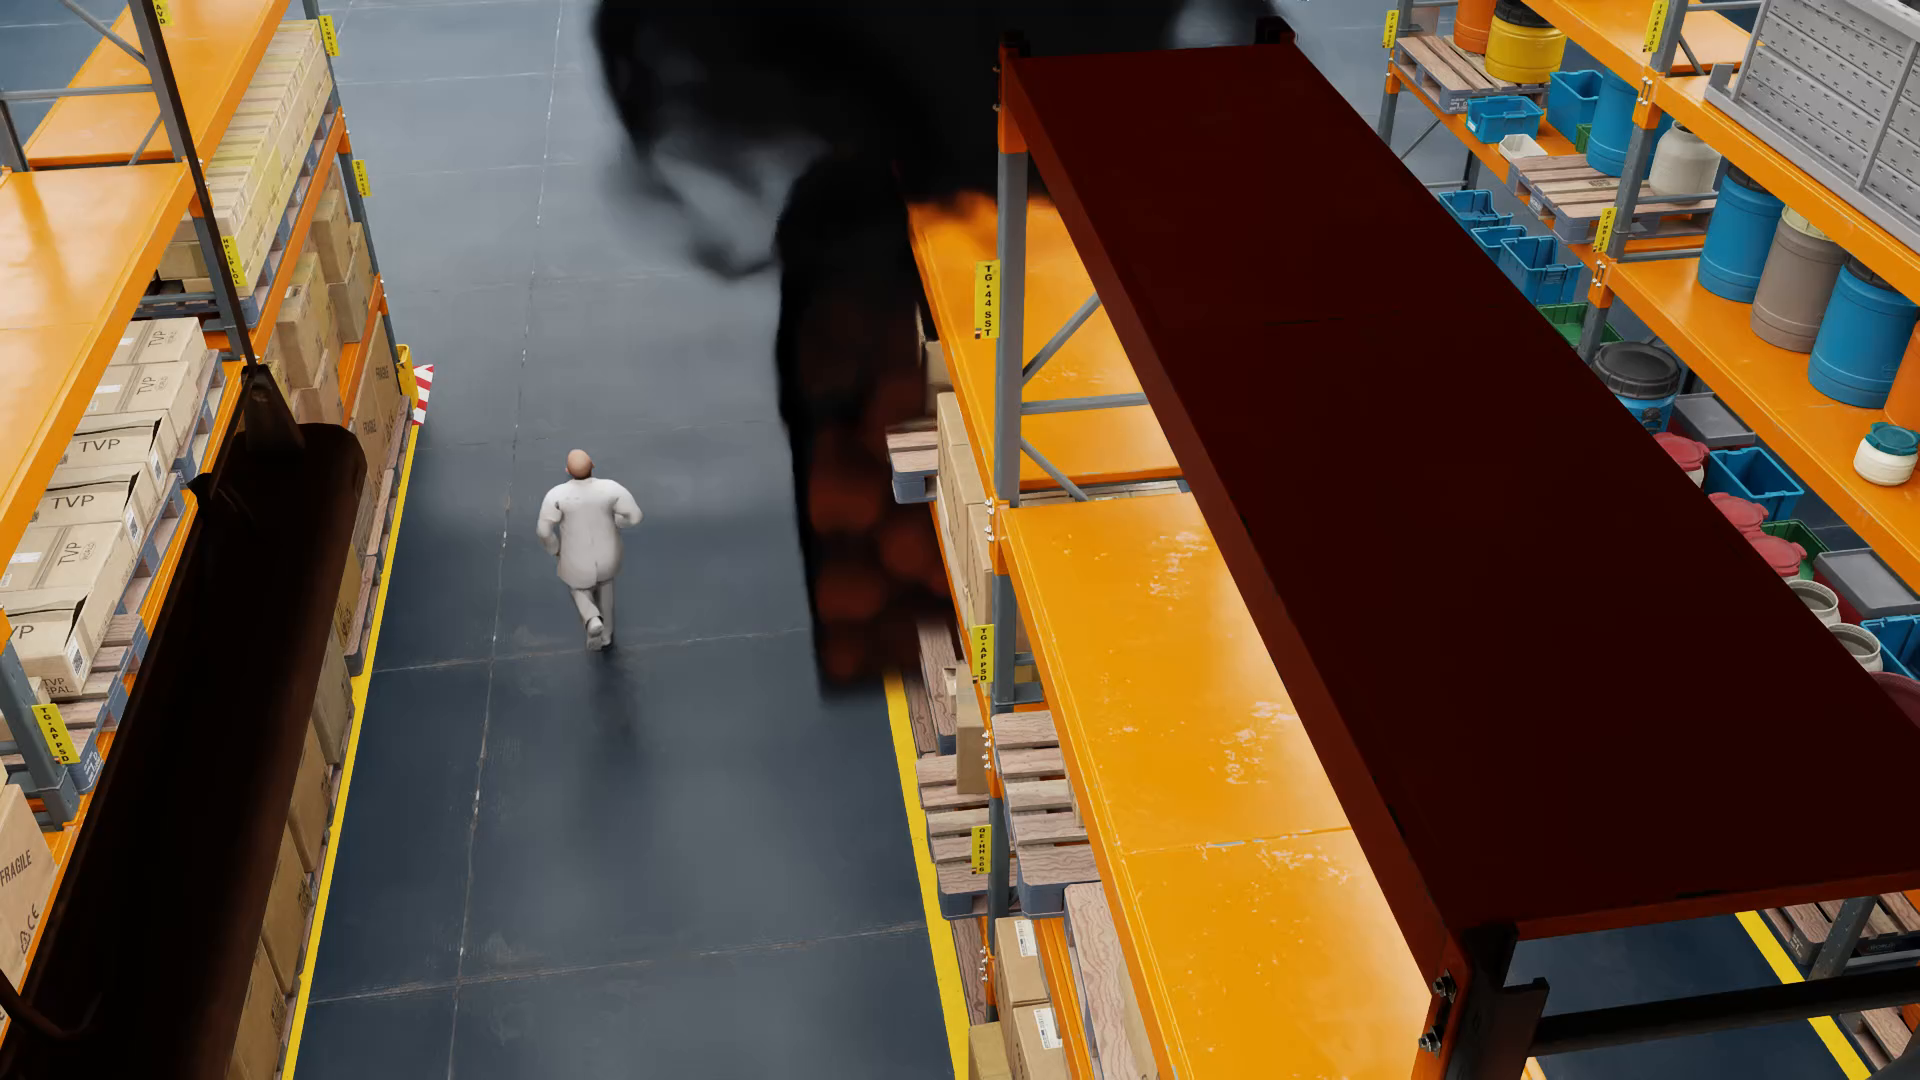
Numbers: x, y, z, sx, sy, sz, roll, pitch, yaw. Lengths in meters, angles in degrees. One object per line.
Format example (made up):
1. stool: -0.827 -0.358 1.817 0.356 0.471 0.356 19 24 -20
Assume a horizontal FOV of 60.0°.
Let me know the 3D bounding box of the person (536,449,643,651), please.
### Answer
1. person: -2.614 0.104 11.875 0.742 1.736 0.693 -13 38 -17
